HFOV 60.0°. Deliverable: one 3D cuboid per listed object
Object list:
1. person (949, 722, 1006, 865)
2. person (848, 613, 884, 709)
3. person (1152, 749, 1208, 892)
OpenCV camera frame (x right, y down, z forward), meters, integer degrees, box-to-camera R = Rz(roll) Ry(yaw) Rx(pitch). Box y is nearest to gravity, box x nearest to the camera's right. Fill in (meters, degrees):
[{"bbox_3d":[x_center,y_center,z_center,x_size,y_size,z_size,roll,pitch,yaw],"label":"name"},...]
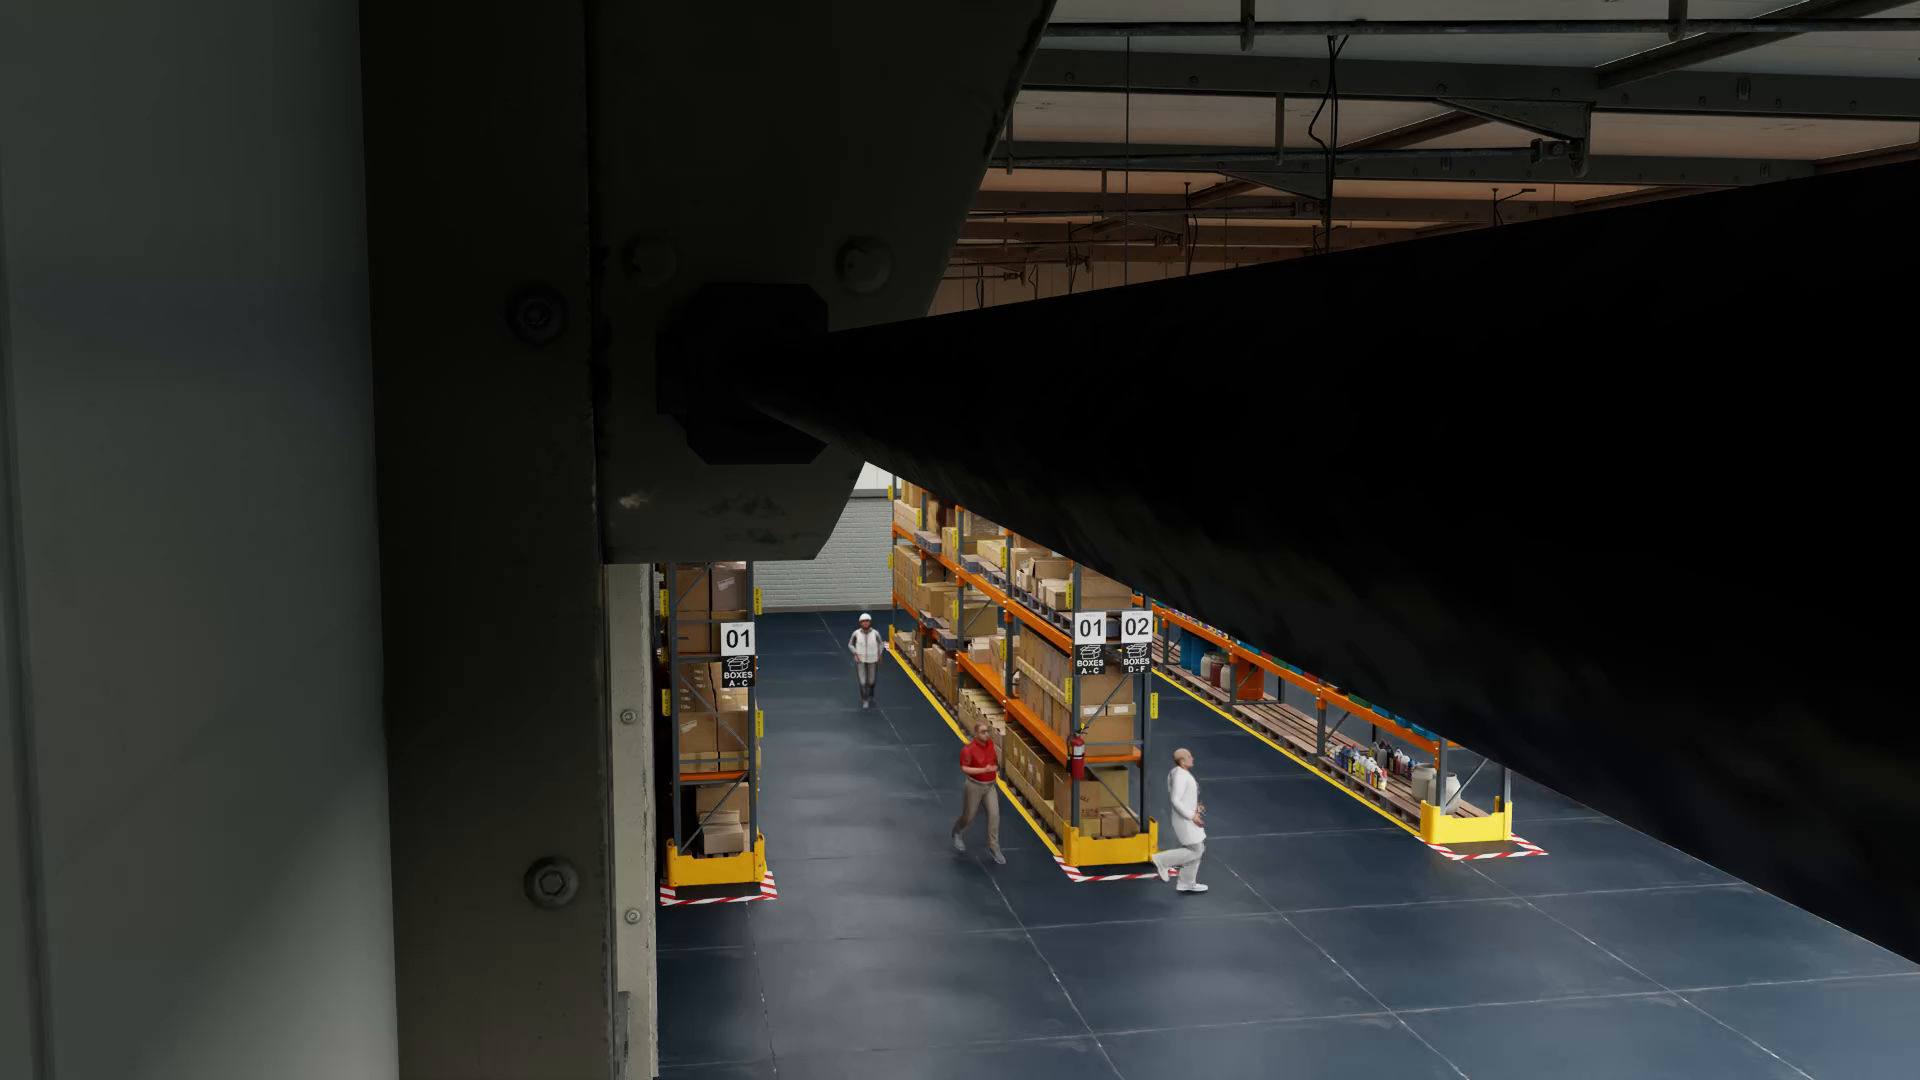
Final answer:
[{"bbox_3d":[0.230,3.170,21.135,0.650,1.747,0.959,-5,8,-37],"label":"person"},{"bbox_3d":[-1.715,2.200,30.379,0.661,1.731,0.585,-1,6,-6],"label":"person"},{"bbox_3d":[2.625,3.337,19.819,0.679,1.734,0.708,0,6,3],"label":"person"}]
